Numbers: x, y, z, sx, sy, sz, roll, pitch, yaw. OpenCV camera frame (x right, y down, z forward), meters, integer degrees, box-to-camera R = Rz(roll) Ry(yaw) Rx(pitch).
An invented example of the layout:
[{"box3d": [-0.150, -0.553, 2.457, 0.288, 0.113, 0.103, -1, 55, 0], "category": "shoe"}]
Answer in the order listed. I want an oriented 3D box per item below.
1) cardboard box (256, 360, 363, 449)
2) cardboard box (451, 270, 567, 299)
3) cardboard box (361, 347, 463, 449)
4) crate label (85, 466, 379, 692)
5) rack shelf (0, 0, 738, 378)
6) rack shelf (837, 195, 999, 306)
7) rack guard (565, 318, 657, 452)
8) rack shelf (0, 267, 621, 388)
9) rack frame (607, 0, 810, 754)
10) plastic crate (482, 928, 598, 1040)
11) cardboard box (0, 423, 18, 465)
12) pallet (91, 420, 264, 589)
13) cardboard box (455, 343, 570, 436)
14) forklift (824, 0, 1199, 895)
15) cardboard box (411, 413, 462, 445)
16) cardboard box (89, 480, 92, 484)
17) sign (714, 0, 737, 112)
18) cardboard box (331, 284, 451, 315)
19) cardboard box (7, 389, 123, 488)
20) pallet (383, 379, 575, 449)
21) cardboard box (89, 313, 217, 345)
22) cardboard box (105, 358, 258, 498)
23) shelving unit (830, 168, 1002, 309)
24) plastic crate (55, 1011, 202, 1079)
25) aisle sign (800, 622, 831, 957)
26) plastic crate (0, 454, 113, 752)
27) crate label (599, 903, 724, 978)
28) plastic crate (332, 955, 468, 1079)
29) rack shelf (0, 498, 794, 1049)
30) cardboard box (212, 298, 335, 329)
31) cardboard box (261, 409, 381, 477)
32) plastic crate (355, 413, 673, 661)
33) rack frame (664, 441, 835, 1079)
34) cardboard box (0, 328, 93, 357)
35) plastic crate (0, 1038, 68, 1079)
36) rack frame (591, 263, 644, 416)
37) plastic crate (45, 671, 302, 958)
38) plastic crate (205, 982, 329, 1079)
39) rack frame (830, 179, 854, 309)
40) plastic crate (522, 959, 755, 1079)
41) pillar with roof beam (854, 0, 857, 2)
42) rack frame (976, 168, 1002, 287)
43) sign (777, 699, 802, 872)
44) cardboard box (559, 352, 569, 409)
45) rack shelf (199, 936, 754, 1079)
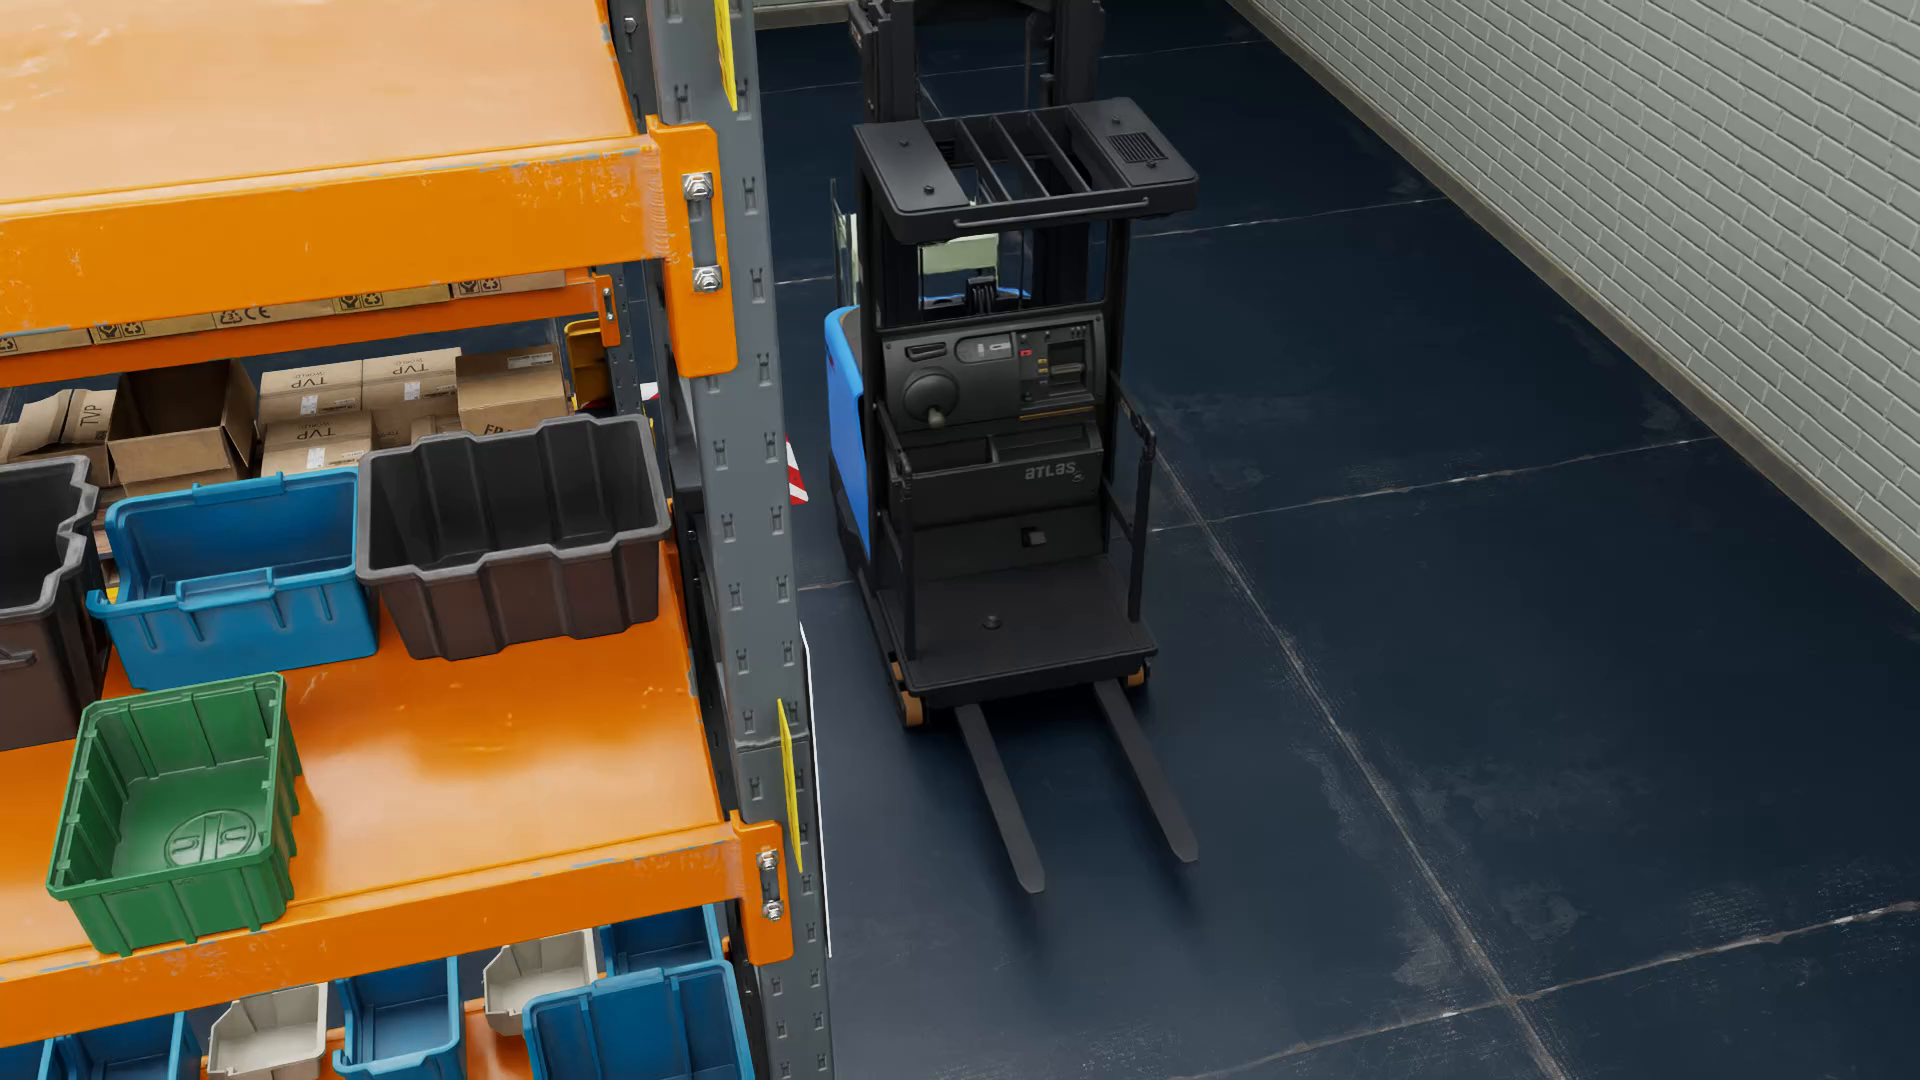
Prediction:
[{"box3d": [-3.300, -0.660, 8.524, 0.500, 0.250, 0.500, -9, 38, -12], "category": "cardboard box"}, {"box3d": [-2.097, -1.465, 7.593, 0.500, 0.500, 0.500, -8, 38, -11], "category": "cardboard box"}, {"box3d": [-2.817, -0.739, 8.628, 0.500, 0.250, 0.500, -9, 38, -12], "category": "cardboard box"}, {"box3d": [-1.423, 0.075, 3.316, 0.502, 0.251, 0.408, -9, 38, -12], "category": "crate label"}, {"box3d": [-2.379, -0.371, 2.229, 4.000, 0.370, 1.077, -9, 38, -12], "category": "rack shelf"}, {"box3d": [-0.214, -1.400, 8.182, 0.720, 0.370, 0.431, -9, 38, -11], "category": "rack shelf"}, {"box3d": [-1.809, -0.651, 8.668, 0.348, 0.500, 1.175, -9, 38, -12], "category": "rack guard"}, {"box3d": [-3.666, -1.053, 7.729, 4.000, 0.370, 1.077, -9, 38, -12], "category": "rack shelf"}, {"box3d": [-0.448, -1.132, 2.303, 0.127, 3.000, 1.000, -9, 38, -12], "category": "rack frame"}, {"box3d": [-1.103, 1.180, 4.386, 0.298, 0.136, 0.250, -9, 38, -12], "category": "plastic crate"}, {"box3d": [-4.775, -0.415, 8.288, 0.250, 0.149, 0.380, -9, 38, -12], "category": "cardboard box"}, {"box3d": [-3.754, -0.218, 8.341, 1.213, 0.211, 1.003, -9, 38, -12], "category": "pallet"}, {"box3d": [-2.196, -0.607, 8.249, 0.500, 0.500, 0.500, -9, 38, -12], "category": "cardboard box"}, {"box3d": [0.202, -0.619, 6.626, 1.130, 2.935, 3.031, -9, 38, -11], "category": "forklift"}, {"box3d": [-2.611, -0.463, 8.335, 0.250, 0.166, 0.380, -9, 38, -12], "category": "cardboard box"}, {"box3d": [-4.303, -0.154, 7.931, 0.250, 0.166, 0.380, -9, 38, -12], "category": "cardboard box"}, {"box3d": [-0.289, -0.684, 1.983, 0.005, 0.325, 0.100, -9, 38, -12], "category": "sign"}, {"box3d": [-2.597, -1.380, 7.483, 0.500, 0.500, 0.500, -9, 38, -12], "category": "cardboard box"}, {"box3d": [-4.397, -0.504, 8.270, 0.500, 0.311, 0.500, -9, 38, -12], "category": "cardboard box"}, {"box3d": [-2.578, -0.409, 8.590, 1.213, 0.211, 1.003, -9, 38, -12], "category": "pallet"}, {"box3d": [-3.567, -1.225, 7.279, 0.500, 0.500, 0.500, -10, 39, -13], "category": "cardboard box"}, {"box3d": [-3.785, -0.506, 8.114, 0.637, 0.503, 0.797, -9, 38, -12], "category": "cardboard box"}, {"box3d": [-0.214, -1.090, 8.419, 0.755, 1.500, 0.431, -9, 38, -11], "category": "shelving unit"}, {"box3d": [-2.043, 1.348, 4.087, 0.300, 0.233, 0.416, -9, 38, -12], "category": "plastic crate"}, {"box3d": [-0.302, 0.379, 3.126, 0.004, 0.787, 0.394, -9, 38, -12], "category": "aisle sign"}, {"box3d": [-1.994, 0.165, 3.128, 0.767, 0.338, 0.504, -9, 38, -12], "category": "plastic crate"}, {"box3d": [-0.772, 1.139, 4.360, 0.303, 0.233, 0.416, -9, 38, -12], "category": "crate label"}, {"box3d": [-1.408, 1.244, 4.223, 0.300, 0.233, 0.416, -9, 38, -12], "category": "plastic crate"}, {"box3d": [-2.379, 0.662, 3.019, 4.000, 0.370, 1.077, -9, 38, -12], "category": "rack shelf"}, {"box3d": [-3.080, -1.304, 7.384, 0.500, 0.500, 0.500, -9, 38, -12], "category": "cardboard box"}, {"box3d": [-3.121, -0.375, 8.151, 0.500, 0.250, 0.500, -9, 38, -12], "category": "cardboard box"}, {"box3d": [-0.892, 0.009, 3.388, 0.590, 0.269, 0.497, -9, 38, -12], "category": "plastic crate"}, {"box3d": [-0.448, 1.251, 4.126, 0.127, 3.000, 1.000, -9, 38, -12], "category": "rack frame"}, {"box3d": [-4.057, -1.143, 7.173, 0.500, 0.500, 0.500, -10, 38, -12], "category": "cardboard box"}, {"box3d": [-2.333, 1.395, 4.025, 0.300, 0.233, 0.416, -9, 38, -12], "category": "plastic crate"}, {"box3d": [-1.736, -1.655, 7.925, 0.127, 3.000, 1.000, -9, 38, -12], "category": "rack frame"}, {"box3d": [-1.326, 0.467, 2.855, 0.336, 0.188, 0.450, -9, 38, -12], "category": "plastic crate"}, {"box3d": [-1.758, 1.287, 4.245, 0.298, 0.136, 0.250, -9, 38, -12], "category": "plastic crate"}, {"box3d": [-0.568, -1.034, 8.347, 0.023, 1.500, 0.400, -9, 38, -11], "category": "rack frame"}, {"box3d": [-0.722, 1.375, 3.884, 0.499, 0.435, 0.616, -9, 38, -12], "category": "plastic crate"}, {"box3d": [0.473, -5.353, 7.821, 0.400, 9.000, 9.100, -9, 38, -12], "category": "pillar with roof beam"}, {"box3d": [0.140, -1.145, 8.492, 0.023, 1.500, 0.400, -9, 38, -11], "category": "rack frame"}, {"box3d": [-0.289, 0.421, 2.828, 0.005, 0.325, 0.100, -9, 38, -12], "category": "sign"}, {"box3d": [-2.229, -0.833, 8.834, 0.250, 0.149, 0.380, -9, 38, -12], "category": "cardboard box"}, {"box3d": [-2.379, 1.853, 3.930, 4.000, 0.370, 1.077, -9, 38, -12], "category": "rack shelf"}]
